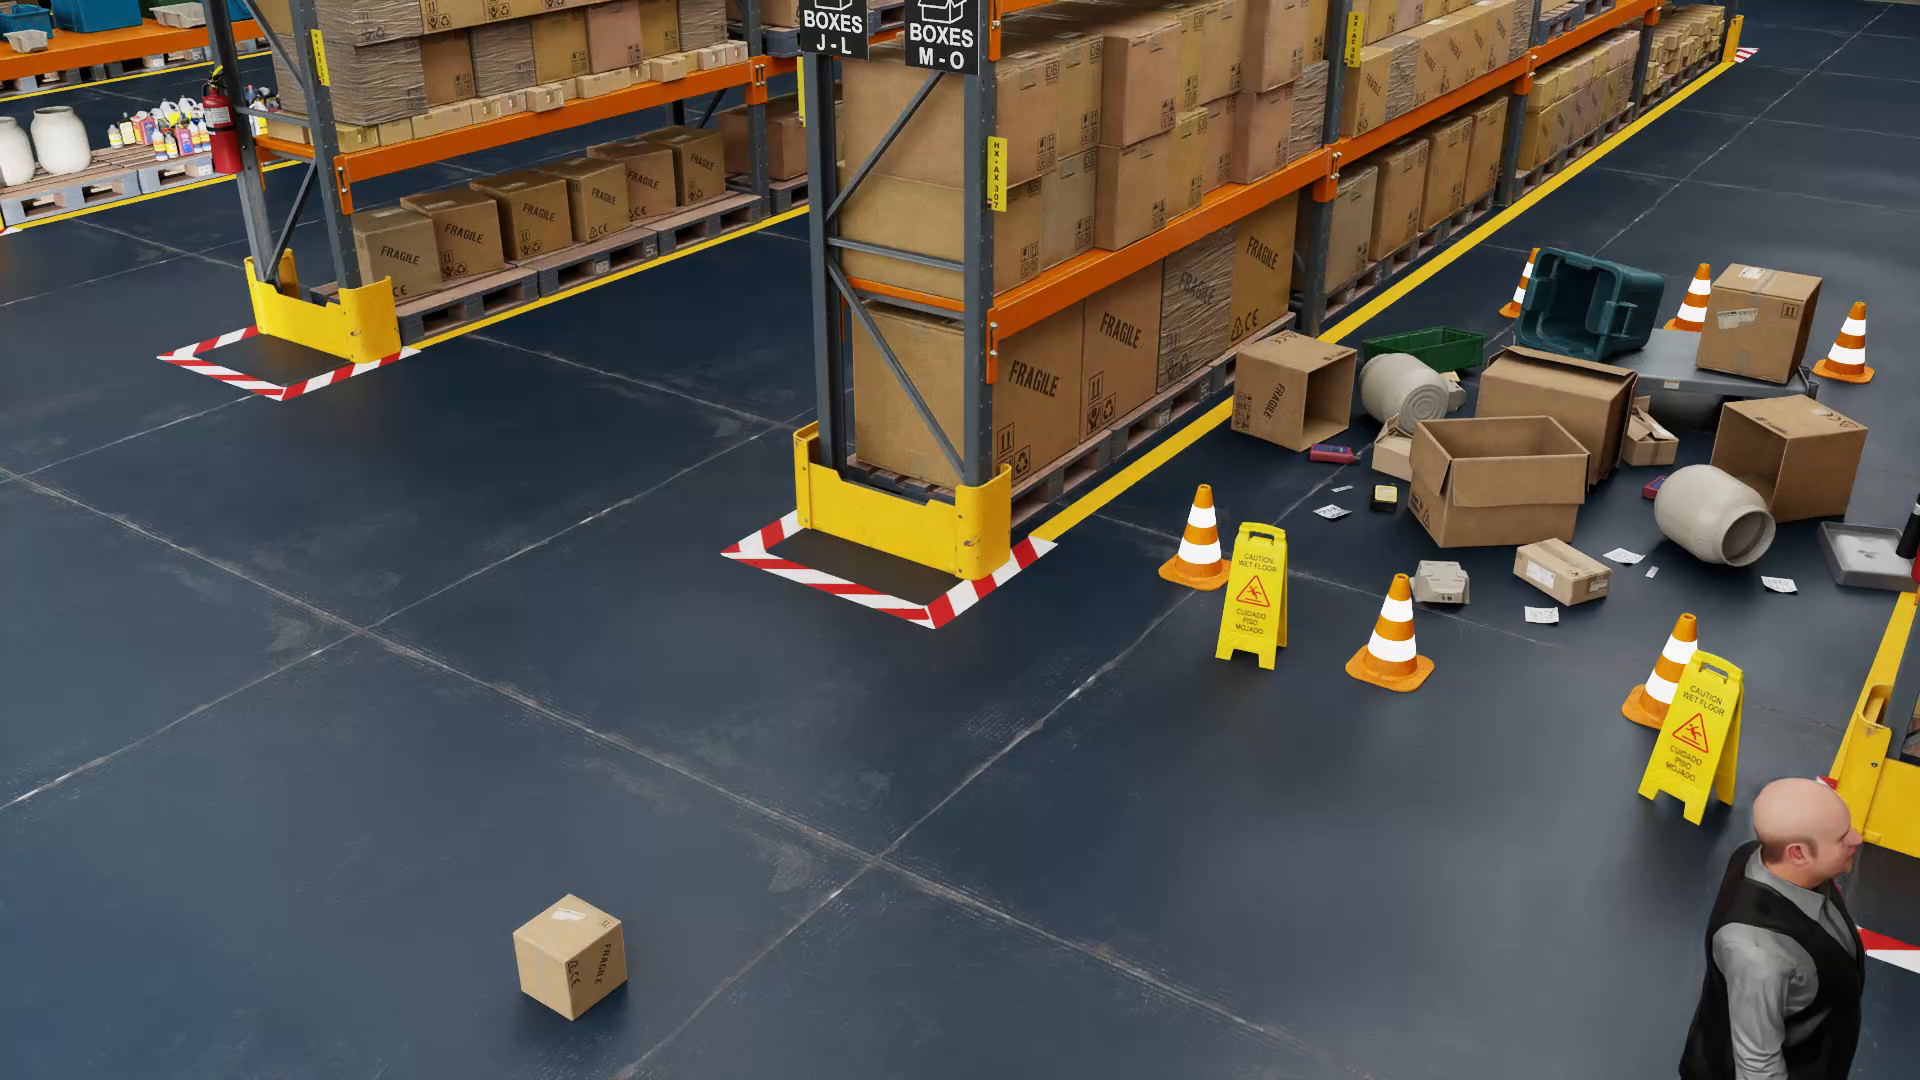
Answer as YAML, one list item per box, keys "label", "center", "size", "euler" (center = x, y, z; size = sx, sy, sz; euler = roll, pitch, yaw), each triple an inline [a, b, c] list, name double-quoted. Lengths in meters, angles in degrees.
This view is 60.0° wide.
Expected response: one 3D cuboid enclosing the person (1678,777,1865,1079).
- label: "person"
  center: [1.907, 1.304, 4.051]
  size: [0.869, 1.691, 0.524]
  euler: [18, 32, 32]
